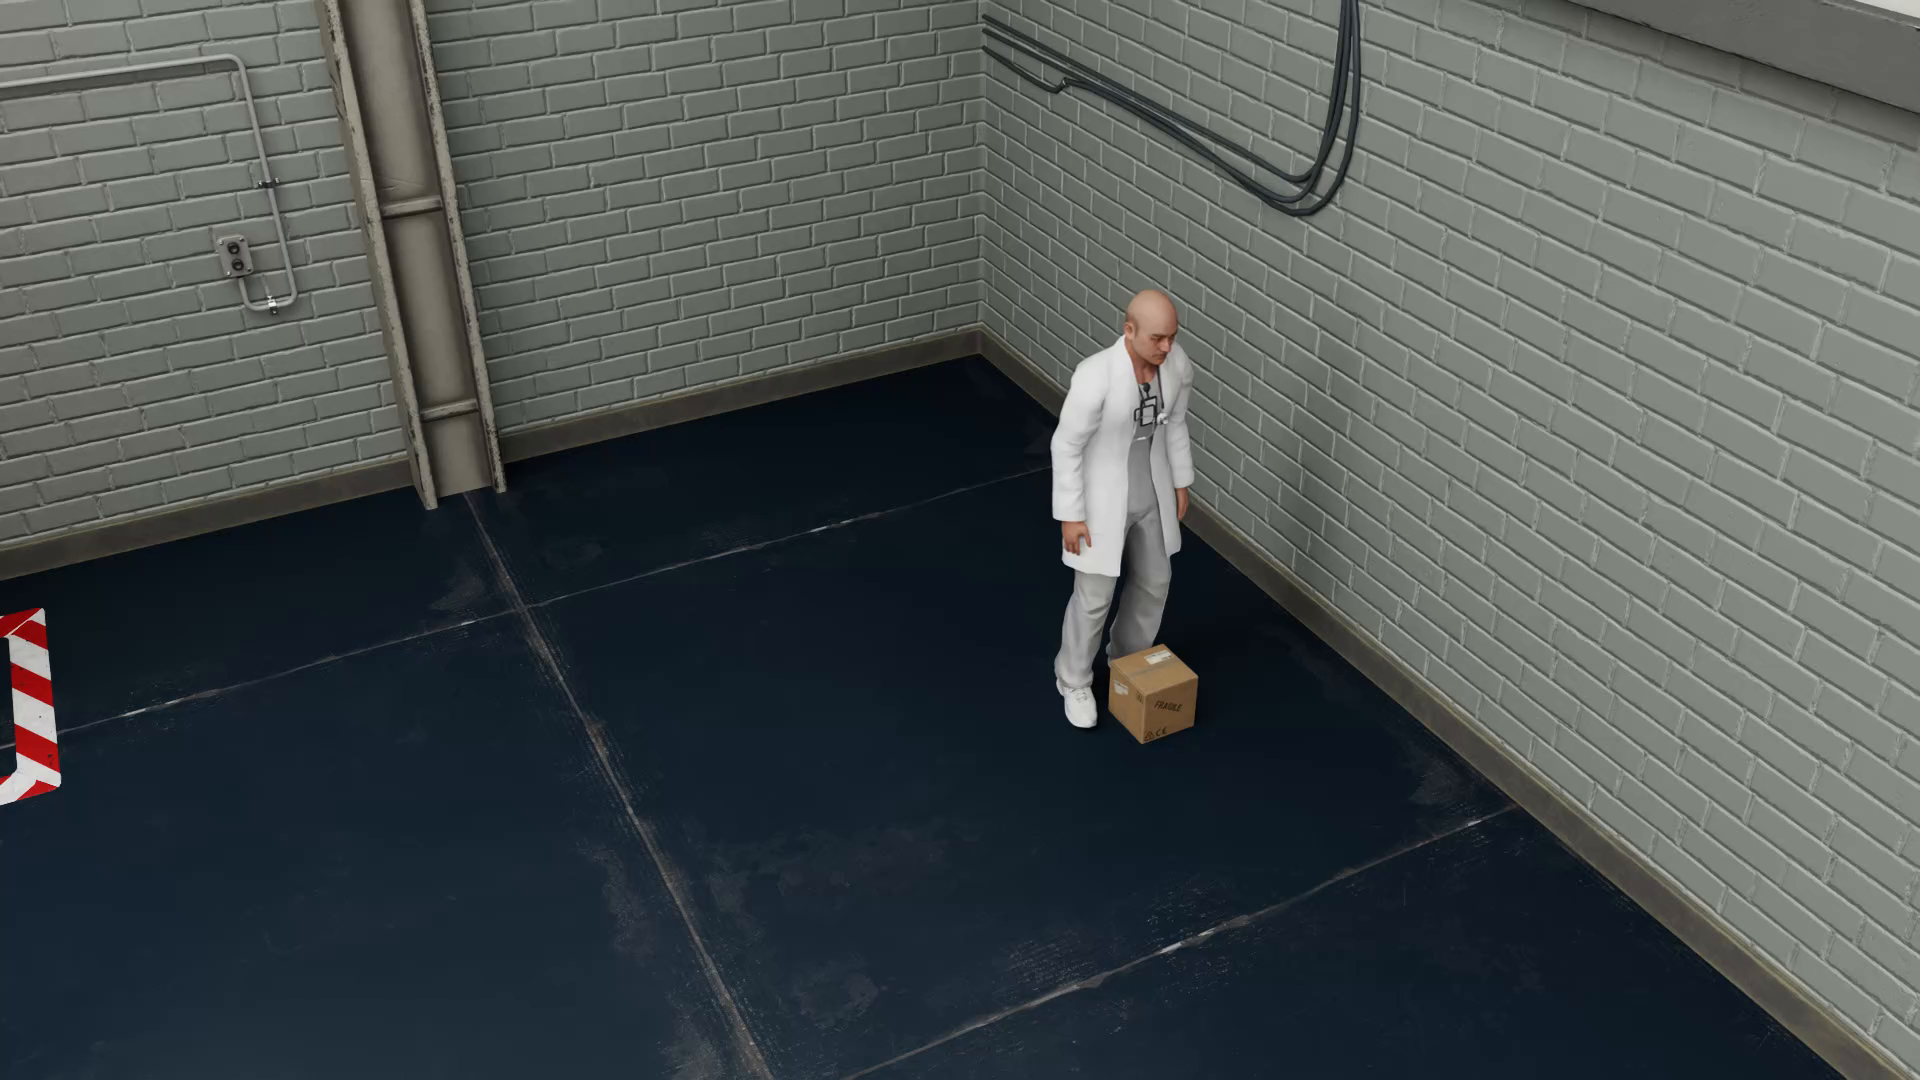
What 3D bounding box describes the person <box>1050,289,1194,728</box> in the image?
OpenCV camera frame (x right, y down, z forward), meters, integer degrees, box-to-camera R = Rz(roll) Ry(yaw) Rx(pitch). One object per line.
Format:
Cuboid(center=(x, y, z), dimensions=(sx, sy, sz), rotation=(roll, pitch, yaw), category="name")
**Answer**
Cuboid(center=(0.637, -0.143, 6.379), dimensions=(0.643, 1.772, 0.433), rotation=(-18, 37, -25), category="person")
